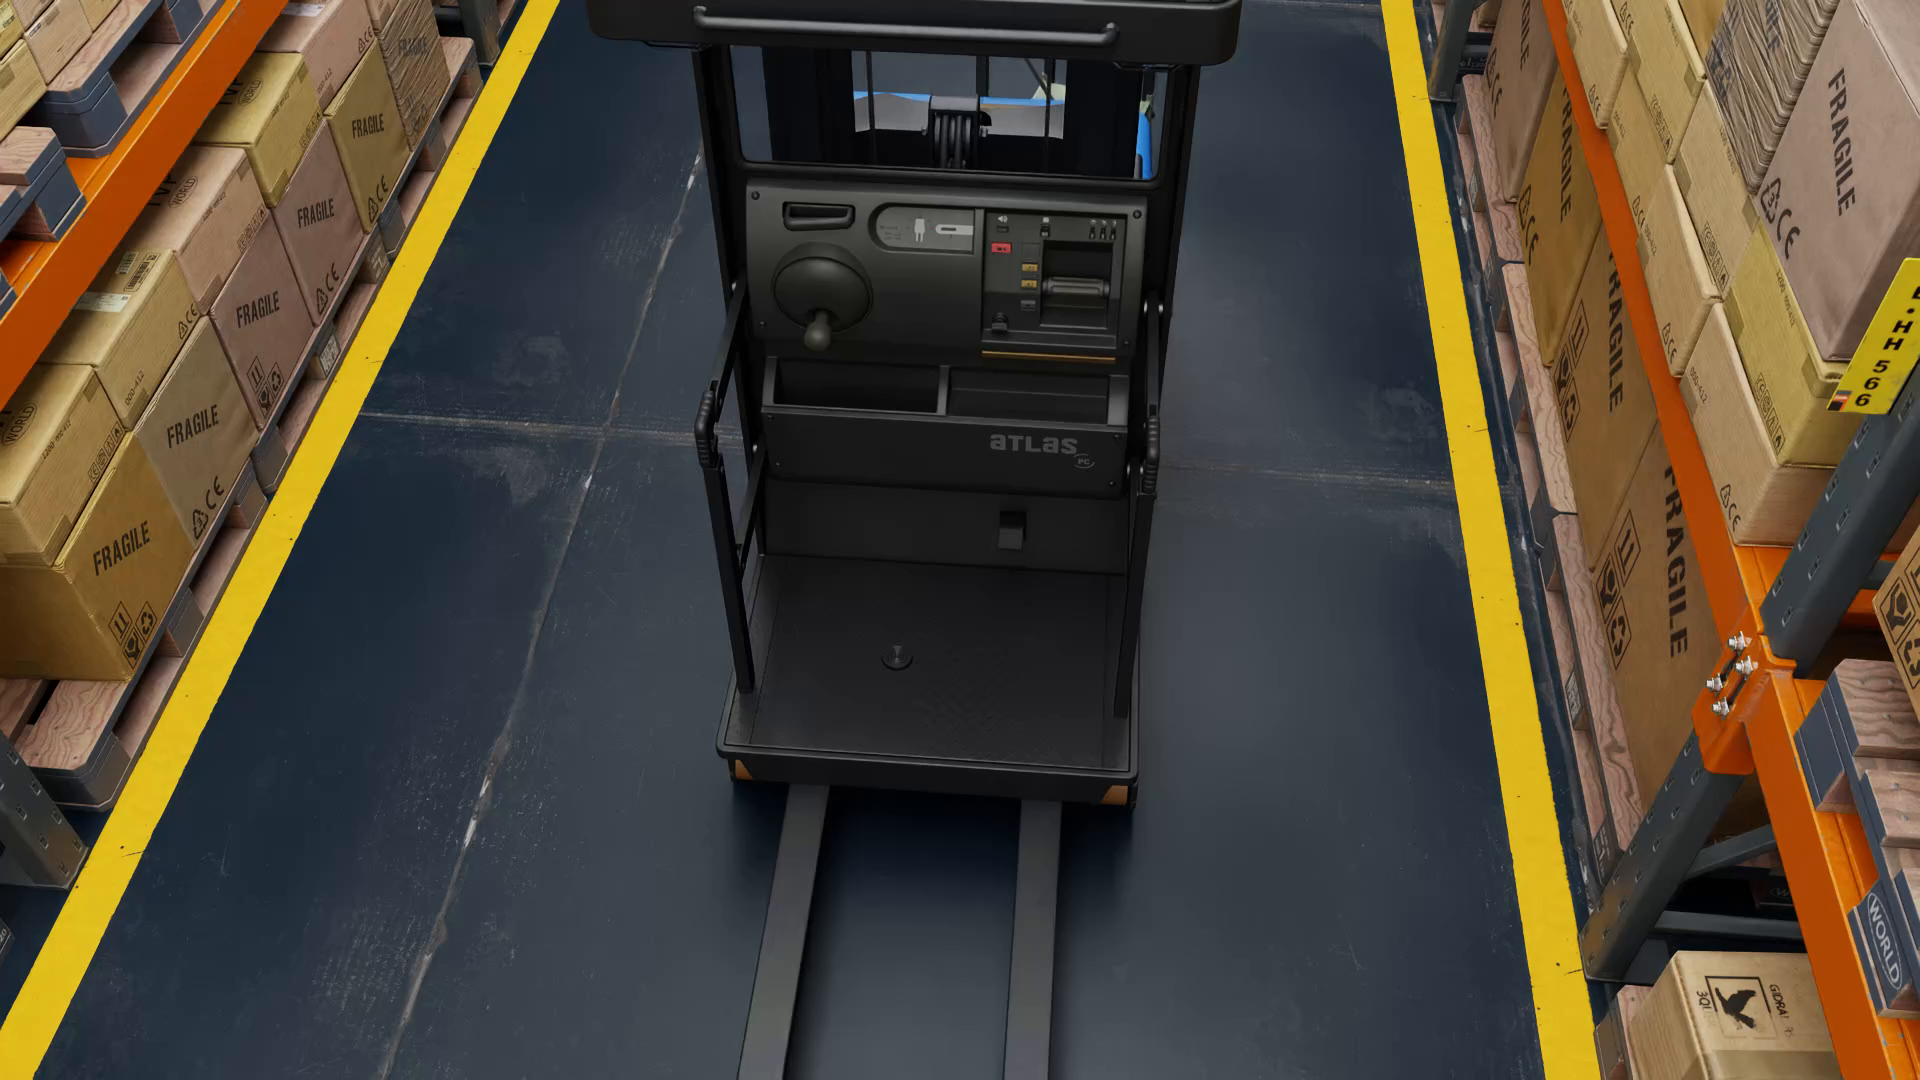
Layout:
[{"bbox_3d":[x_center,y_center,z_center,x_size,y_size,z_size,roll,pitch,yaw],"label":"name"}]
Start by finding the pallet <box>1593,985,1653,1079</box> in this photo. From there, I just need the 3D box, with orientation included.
[{"bbox_3d":[2.018,1.611,3.633,1.003,0.211,1.213,4,48,4],"label":"pallet"}]

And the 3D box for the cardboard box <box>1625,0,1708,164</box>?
[{"bbox_3d":[1.951,-1.150,4.032,0.500,0.250,0.500,3,48,3],"label":"cardboard box"}]

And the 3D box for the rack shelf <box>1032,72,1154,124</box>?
[{"bbox_3d":[0.367,-1.255,5.823,0.431,0.370,0.720,15,49,13],"label":"rack shelf"}]

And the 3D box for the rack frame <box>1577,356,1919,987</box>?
[{"bbox_3d":[2.091,0.096,3.129,1.000,3.000,0.127,4,48,4],"label":"rack frame"}]

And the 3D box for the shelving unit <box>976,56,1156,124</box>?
[{"bbox_3d":[0.367,-1.475,5.582,0.431,1.500,0.755,15,49,13],"label":"shelving unit"}]

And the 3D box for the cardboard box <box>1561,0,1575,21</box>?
[{"bbox_3d":[2.044,-1.731,4.902,0.500,0.250,0.500,4,48,3],"label":"cardboard box"}]

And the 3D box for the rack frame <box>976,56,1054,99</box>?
[{"bbox_3d":[0.242,-1.221,5.350,0.400,1.500,0.023,15,49,13],"label":"rack frame"}]

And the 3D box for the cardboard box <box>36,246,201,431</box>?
[{"bbox_3d":[-2.498,-0.577,4.646,0.500,0.250,0.500,3,48,3],"label":"cardboard box"}]

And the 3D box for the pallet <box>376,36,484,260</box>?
[{"bbox_3d":[-2.553,-1.589,6.560,1.003,0.211,1.213,4,48,4],"label":"pallet"}]

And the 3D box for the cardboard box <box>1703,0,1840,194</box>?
[{"bbox_3d":[1.916,-1.050,3.432,0.500,0.500,0.500,5,48,4],"label":"cardboard box"}]

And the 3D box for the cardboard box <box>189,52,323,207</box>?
[{"bbox_3d":[-2.393,-1.323,5.328,0.500,0.250,0.500,2,48,2],"label":"cardboard box"}]

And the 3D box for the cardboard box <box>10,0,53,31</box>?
[{"bbox_3d":[-2.514,-1.426,4.205,0.380,0.149,0.250,4,48,4],"label":"cardboard box"}]

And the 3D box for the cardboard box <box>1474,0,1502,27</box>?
[{"bbox_3d":[2.620,-2.575,7.024,0.875,0.438,0.875,3,48,3],"label":"cardboard box"}]

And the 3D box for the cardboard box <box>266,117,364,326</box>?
[{"bbox_3d":[-2.398,-1.086,5.620,0.500,0.500,0.500,3,48,3],"label":"cardboard box"}]

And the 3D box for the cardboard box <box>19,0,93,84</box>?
[{"bbox_3d":[-2.512,-1.324,4.314,0.380,0.149,0.250,5,48,5],"label":"cardboard box"}]

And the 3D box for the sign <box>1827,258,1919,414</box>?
[{"bbox_3d":[1.538,-0.330,2.734,0.100,0.325,0.005,4,48,4],"label":"sign"}]

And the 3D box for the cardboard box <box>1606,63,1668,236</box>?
[{"bbox_3d":[1.971,-0.988,4.222,0.500,0.250,0.500,3,48,3],"label":"cardboard box"}]

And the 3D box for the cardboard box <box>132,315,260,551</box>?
[{"bbox_3d":[-2.487,-0.333,4.931,0.500,0.500,0.500,4,48,4],"label":"cardboard box"}]

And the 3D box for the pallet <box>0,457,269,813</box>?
[{"bbox_3d":[-2.775,0.204,4.920,1.003,0.211,1.213,4,48,4],"label":"pallet"}]

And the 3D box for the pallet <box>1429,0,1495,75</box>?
[{"bbox_3d":[2.603,-2.456,7.353,1.003,0.211,1.213,4,48,4],"label":"pallet"}]

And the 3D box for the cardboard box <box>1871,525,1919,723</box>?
[{"bbox_3d":[1.819,0.135,2.540,0.500,0.500,0.500,3,48,2],"label":"cardboard box"}]

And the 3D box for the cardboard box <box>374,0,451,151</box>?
[{"bbox_3d":[-2.300,-1.839,6.309,0.500,0.500,0.500,3,48,3],"label":"cardboard box"}]

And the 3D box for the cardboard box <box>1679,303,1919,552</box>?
[{"bbox_3d":[1.878,-0.242,3.541,0.500,0.250,0.500,2,48,2],"label":"cardboard box"}]

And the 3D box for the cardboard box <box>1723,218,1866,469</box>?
[{"bbox_3d":[1.882,-0.395,3.341,0.500,0.250,0.500,4,48,3],"label":"cardboard box"}]

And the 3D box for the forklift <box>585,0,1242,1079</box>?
[{"bbox_3d":[-0.051,-0.526,3.745,1.130,2.935,3.031,3,48,3],"label":"forklift"}]

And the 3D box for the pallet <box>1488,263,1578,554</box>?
[{"bbox_3d":[2.352,-0.431,5.501,1.003,0.211,1.213,4,48,4],"label":"pallet"}]

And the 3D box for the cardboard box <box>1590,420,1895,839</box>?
[{"bbox_3d":[2.237,0.169,4.218,0.875,0.875,0.875,3,48,3],"label":"cardboard box"}]

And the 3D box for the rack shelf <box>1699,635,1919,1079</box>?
[{"bbox_3d":[1.909,1.808,2.051,1.077,0.370,4.000,4,48,4],"label":"rack shelf"}]

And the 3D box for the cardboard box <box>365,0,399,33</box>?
[{"bbox_3d":[-2.299,-2.089,6.029,0.500,0.250,0.500,3,48,2],"label":"cardboard box"}]

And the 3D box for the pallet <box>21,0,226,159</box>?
[{"bbox_3d":[-2.708,-1.555,4.770,1.003,0.211,1.213,4,48,4],"label":"pallet"}]

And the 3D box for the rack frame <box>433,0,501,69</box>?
[{"bbox_3d":[-2.483,-3.102,6.054,1.000,3.000,0.127,4,48,4],"label":"rack frame"}]

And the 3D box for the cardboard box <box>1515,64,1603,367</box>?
[{"bbox_3d":[2.404,-1.143,5.418,0.875,0.875,0.875,5,48,5],"label":"cardboard box"}]
